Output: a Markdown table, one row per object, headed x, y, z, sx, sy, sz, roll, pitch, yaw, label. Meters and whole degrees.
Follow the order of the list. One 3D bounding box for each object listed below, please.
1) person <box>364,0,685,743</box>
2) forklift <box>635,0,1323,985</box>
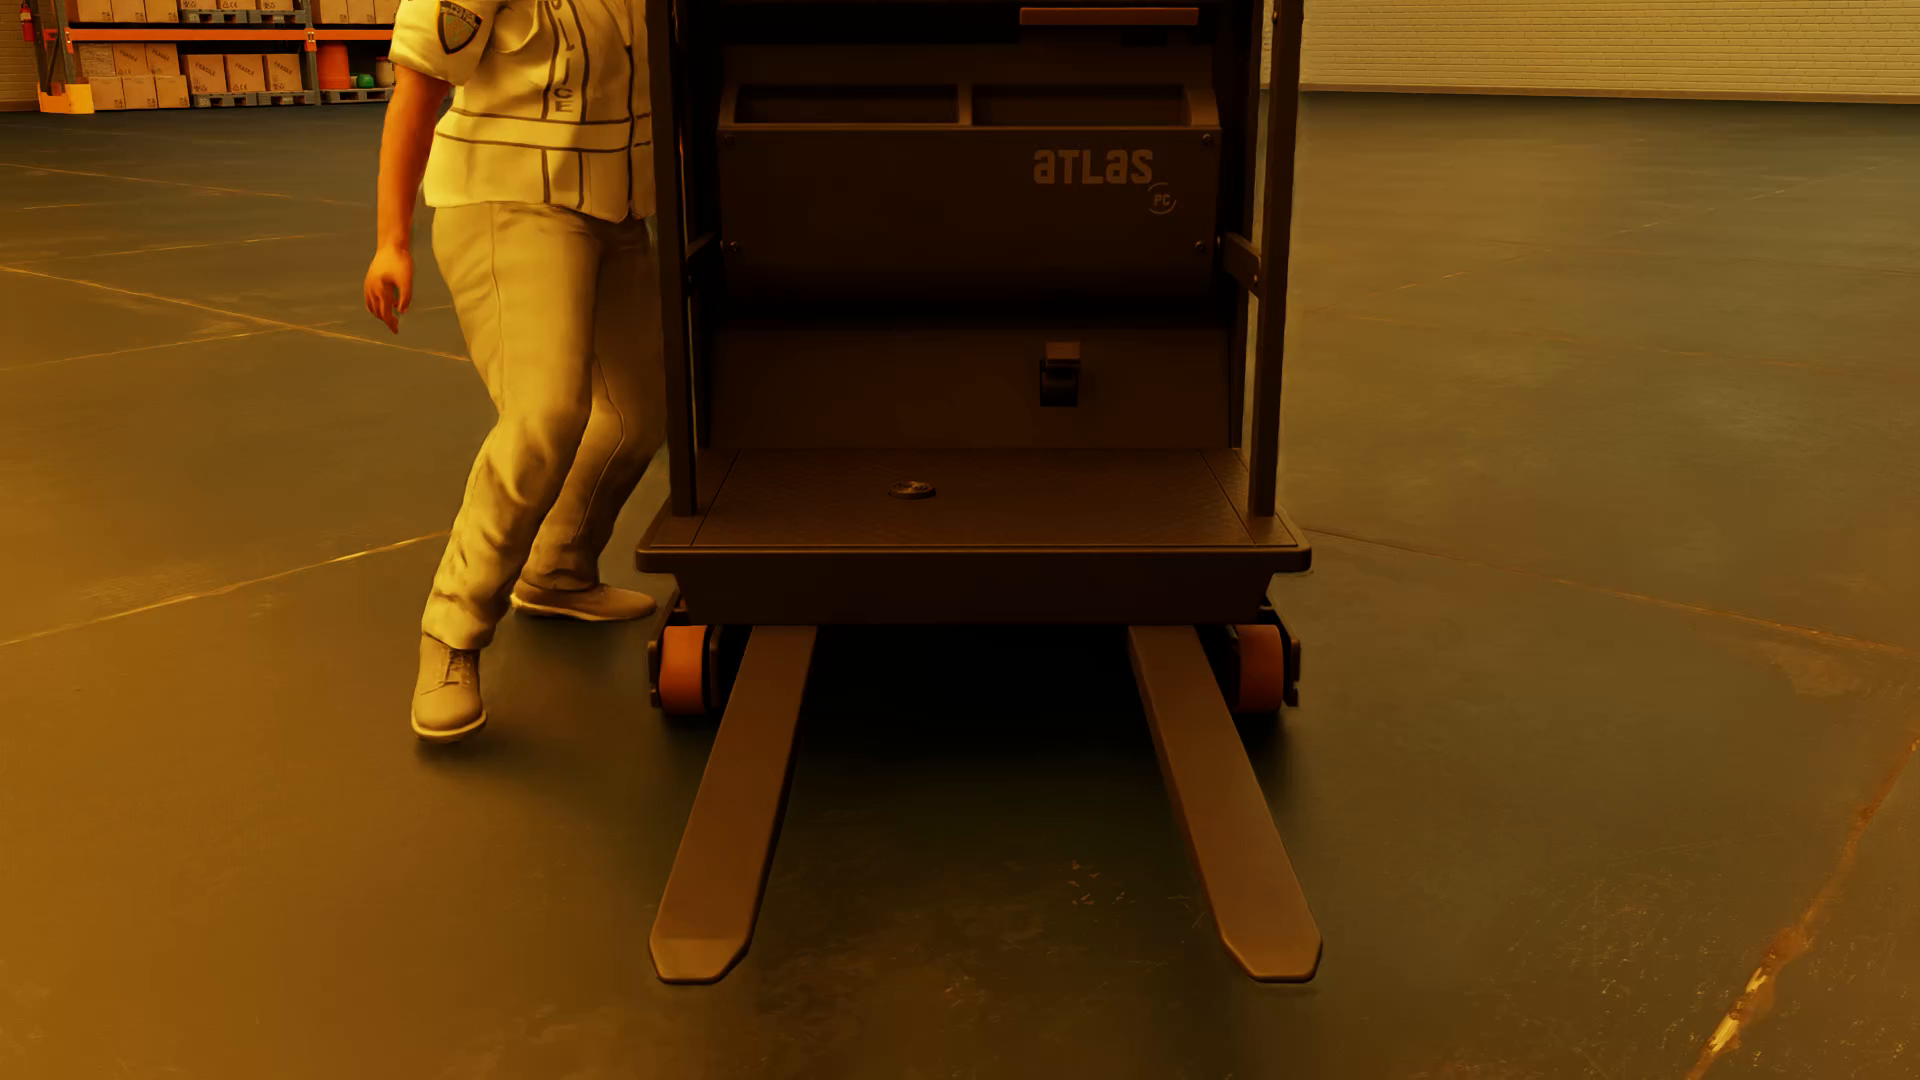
| x | y | z | sx | sy | sz | roll | pitch | yaw | label |
| --- | --- | --- | --- | --- | --- | --- | --- | --- | --- |
| -0.724 | -0.535 | 3.001 | 0.521 | 1.612 | 1.061 | 5 | 18 | 17 | person |
| 0.020 | -1.181 | 2.786 | 1.130 | 2.935 | 3.031 | 0 | 17 | 0 | forklift |
